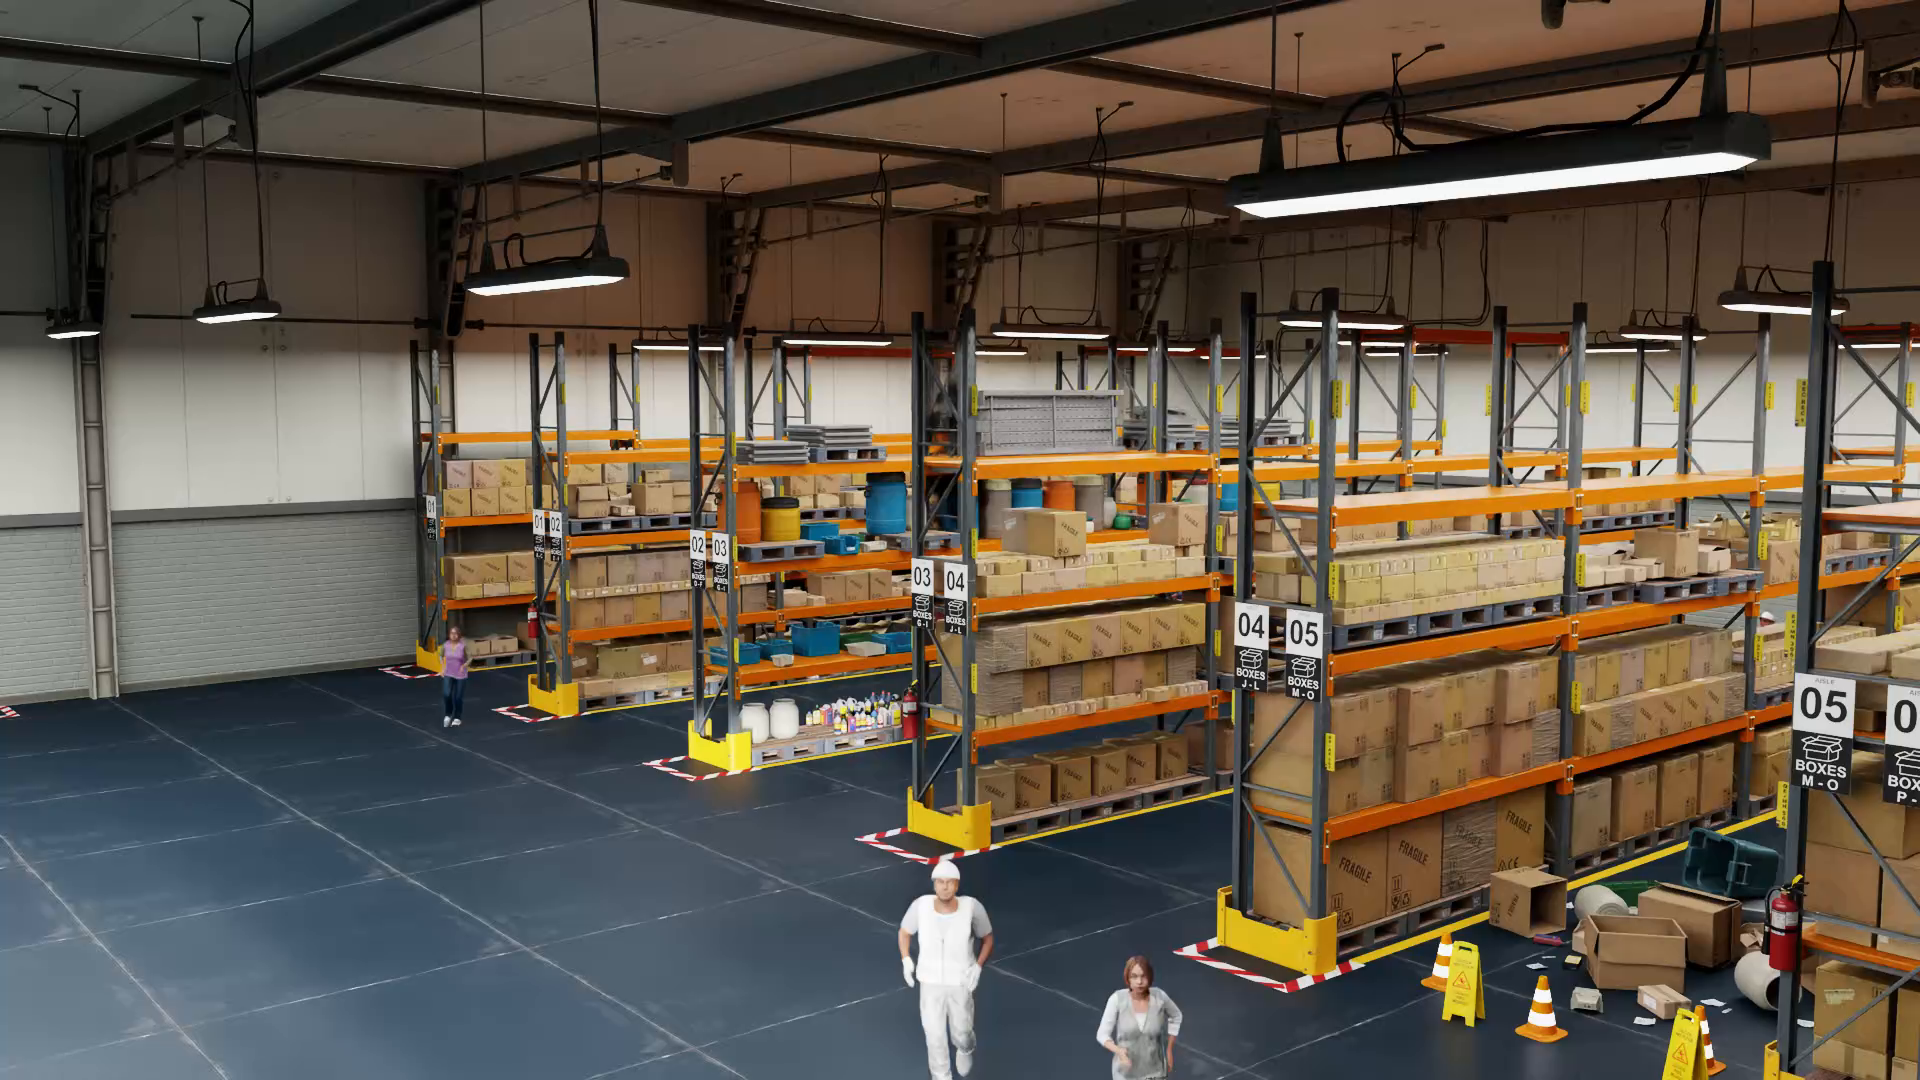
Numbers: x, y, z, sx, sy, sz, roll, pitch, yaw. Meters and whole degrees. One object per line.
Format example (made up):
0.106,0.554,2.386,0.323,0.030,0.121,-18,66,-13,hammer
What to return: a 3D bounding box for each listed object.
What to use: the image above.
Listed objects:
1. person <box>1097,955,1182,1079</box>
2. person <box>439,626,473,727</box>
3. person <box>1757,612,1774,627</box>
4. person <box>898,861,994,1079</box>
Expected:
1.125,3.404,10.488,0.525,1.613,0.681,1,5,9,person
-7.602,2.064,25.050,0.516,1.551,0.672,-1,5,-10,person
12.071,1.977,24.814,0.930,1.827,0.676,-4,7,-37,person
-0.108,3.175,12.062,0.705,1.749,0.696,1,5,6,person
